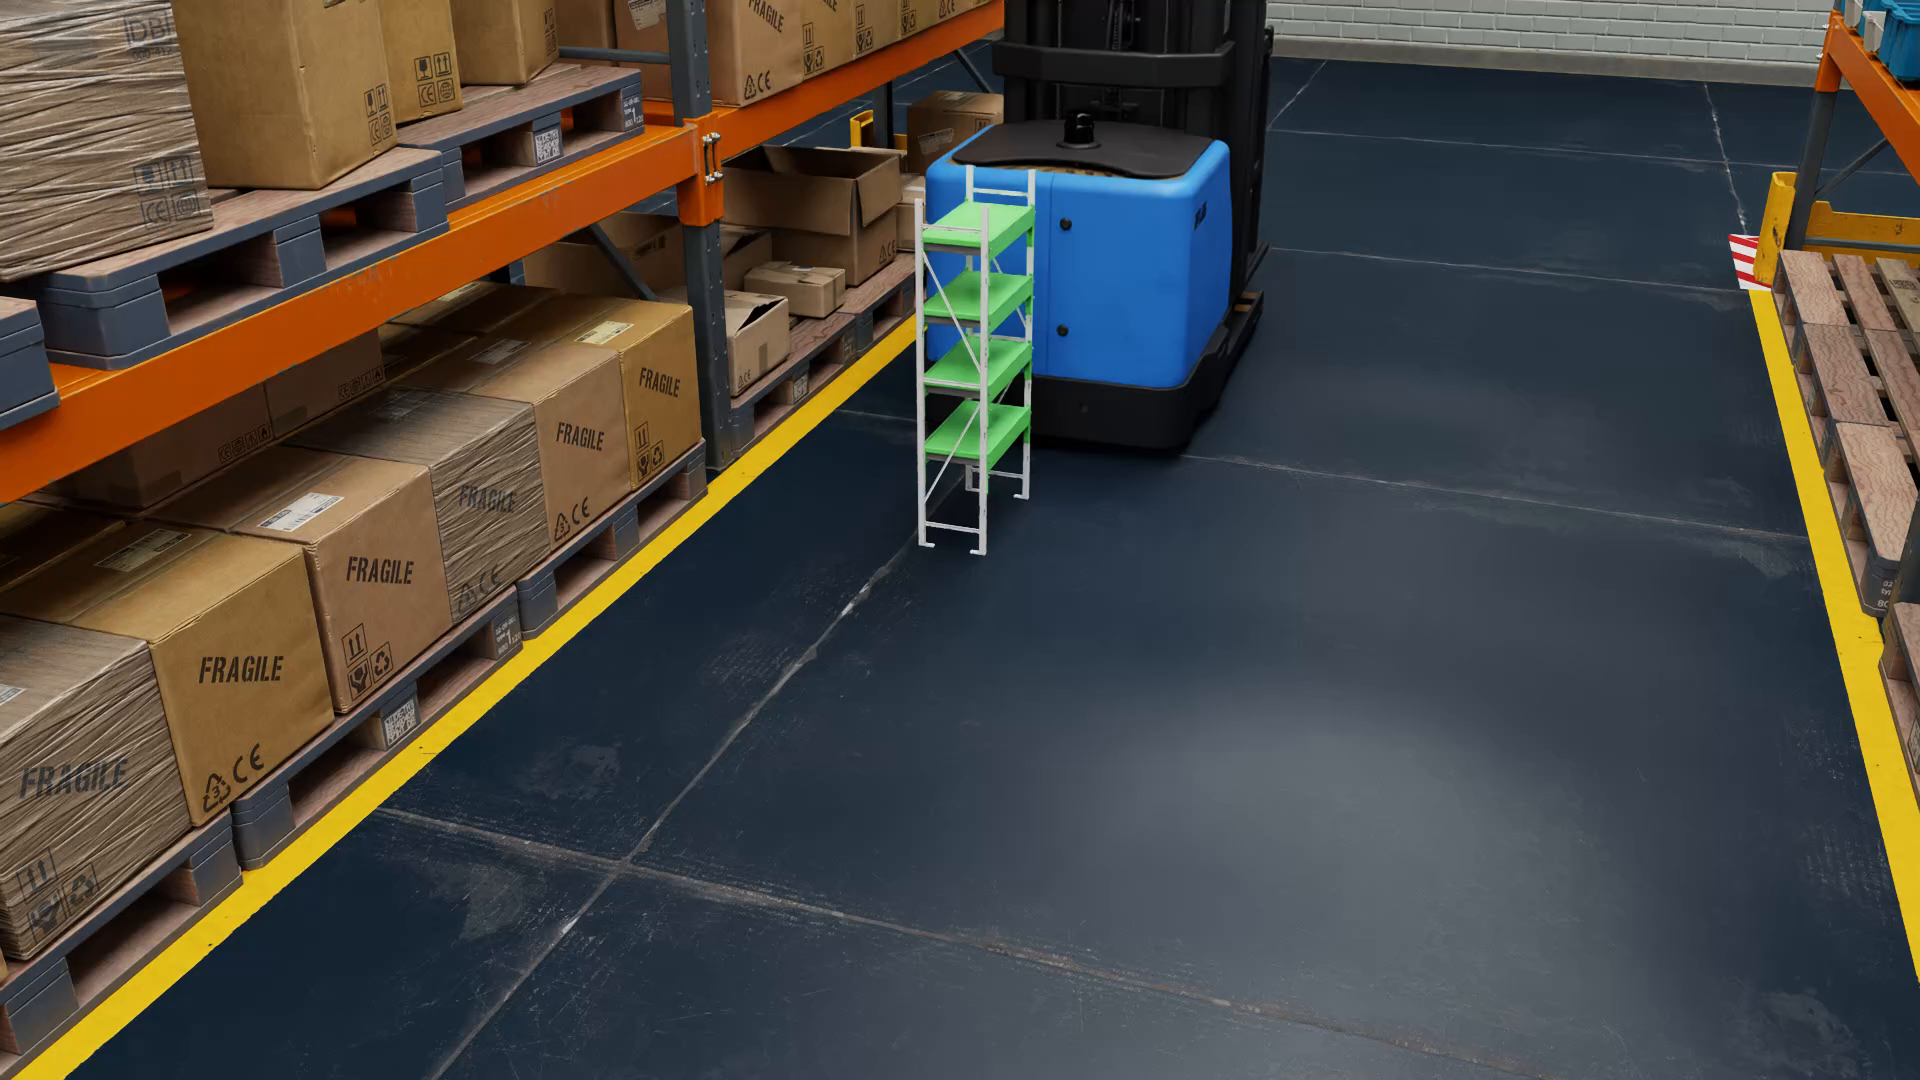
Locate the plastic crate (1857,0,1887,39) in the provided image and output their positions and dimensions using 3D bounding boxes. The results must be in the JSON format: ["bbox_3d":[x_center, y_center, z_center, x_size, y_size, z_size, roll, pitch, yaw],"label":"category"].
[{"bbox_3d":[4.037,-2.247,7.072,0.416,0.233,0.300,9,27,17],"label":"plastic crate"}]

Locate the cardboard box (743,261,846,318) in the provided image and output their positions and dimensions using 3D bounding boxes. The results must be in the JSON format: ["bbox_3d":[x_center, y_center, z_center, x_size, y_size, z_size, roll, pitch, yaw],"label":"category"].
[{"bbox_3d":[-0.730,-1.116,7.360,0.380,0.166,0.250,9,27,17],"label":"cardboard box"}]

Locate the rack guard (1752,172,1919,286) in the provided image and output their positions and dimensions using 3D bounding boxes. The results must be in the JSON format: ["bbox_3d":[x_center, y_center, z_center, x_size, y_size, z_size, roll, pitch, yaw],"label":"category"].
[{"bbox_3d":[4.645,-1.506,8.287,1.175,0.500,0.348,9,27,17],"label":"rack guard"}]

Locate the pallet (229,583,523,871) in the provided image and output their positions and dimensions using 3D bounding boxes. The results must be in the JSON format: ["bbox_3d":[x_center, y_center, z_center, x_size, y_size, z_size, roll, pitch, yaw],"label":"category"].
[{"bbox_3d":[-1.991,0.402,4.677,1.003,0.211,1.213,9,27,17],"label":"pallet"}]

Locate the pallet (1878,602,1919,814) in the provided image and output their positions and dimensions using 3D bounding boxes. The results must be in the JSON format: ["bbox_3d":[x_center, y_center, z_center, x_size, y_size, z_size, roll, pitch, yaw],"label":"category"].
[{"bbox_3d":[3.022,0.590,4.288,1.003,0.211,1.213,9,27,17],"label":"pallet"}]

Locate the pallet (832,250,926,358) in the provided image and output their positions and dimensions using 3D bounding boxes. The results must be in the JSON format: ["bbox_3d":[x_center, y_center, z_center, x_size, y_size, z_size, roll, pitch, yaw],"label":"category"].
[{"bbox_3d":[-0.718,-1.225,8.039,1.003,0.211,1.213,9,27,17],"label":"pallet"}]

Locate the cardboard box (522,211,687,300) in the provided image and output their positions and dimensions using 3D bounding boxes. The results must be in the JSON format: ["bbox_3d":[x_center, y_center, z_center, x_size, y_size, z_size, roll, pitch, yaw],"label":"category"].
[{"bbox_3d":[-1.430,-1.044,6.827,0.500,0.500,0.500,9,27,17],"label":"cardboard box"}]

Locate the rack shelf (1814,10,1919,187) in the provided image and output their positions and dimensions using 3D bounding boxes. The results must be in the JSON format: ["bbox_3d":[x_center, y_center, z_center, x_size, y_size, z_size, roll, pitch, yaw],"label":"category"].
[{"bbox_3d":[3.983,-1.474,6.177,1.077,0.370,4.000,9,27,17],"label":"rack shelf"}]

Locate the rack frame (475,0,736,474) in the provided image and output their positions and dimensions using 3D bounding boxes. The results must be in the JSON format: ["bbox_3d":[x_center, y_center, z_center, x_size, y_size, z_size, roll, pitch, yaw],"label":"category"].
[{"bbox_3d":[-1.352,-1.696,5.810,1.000,3.000,0.127,9,27,17],"label":"rack frame"}]

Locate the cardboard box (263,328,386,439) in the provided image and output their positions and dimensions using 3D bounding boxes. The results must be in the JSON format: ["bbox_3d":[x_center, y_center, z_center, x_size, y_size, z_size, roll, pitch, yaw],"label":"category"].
[{"bbox_3d":[-2.075,-0.532,4.909,0.500,0.250,0.500,9,27,18],"label":"cardboard box"}]

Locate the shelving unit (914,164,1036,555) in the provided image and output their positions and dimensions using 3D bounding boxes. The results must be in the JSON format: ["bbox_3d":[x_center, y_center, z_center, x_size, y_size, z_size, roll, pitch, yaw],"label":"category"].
[{"bbox_3d":[0.055,-0.608,5.629,0.258,1.200,0.503,9,27,17],"label":"shelving unit"}]

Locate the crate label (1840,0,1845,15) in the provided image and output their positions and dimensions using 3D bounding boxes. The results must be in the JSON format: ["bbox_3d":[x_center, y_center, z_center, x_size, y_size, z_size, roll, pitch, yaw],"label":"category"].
[{"bbox_3d":[4.256,-2.517,7.630,0.416,0.233,0.303,9,27,17],"label":"crate label"}]

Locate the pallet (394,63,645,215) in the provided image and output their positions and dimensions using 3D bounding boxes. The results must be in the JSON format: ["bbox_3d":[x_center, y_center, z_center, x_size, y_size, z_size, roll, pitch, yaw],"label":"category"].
[{"bbox_3d":[-1.721,-1.297,5.206,1.003,0.211,1.213,9,27,17],"label":"pallet"}]

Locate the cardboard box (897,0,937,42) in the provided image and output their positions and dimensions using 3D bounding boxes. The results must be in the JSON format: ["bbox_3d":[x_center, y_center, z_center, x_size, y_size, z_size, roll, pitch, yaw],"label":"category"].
[{"bbox_3d":[-0.422,-2.536,7.431,0.500,0.500,0.500,8,27,17],"label":"cardboard box"}]

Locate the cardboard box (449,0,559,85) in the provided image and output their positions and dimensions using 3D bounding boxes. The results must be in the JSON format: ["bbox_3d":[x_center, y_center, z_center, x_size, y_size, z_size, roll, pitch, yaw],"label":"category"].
[{"bbox_3d":[-1.720,-1.767,5.361,0.700,0.500,0.500,0,26,0],"label":"cardboard box"}]

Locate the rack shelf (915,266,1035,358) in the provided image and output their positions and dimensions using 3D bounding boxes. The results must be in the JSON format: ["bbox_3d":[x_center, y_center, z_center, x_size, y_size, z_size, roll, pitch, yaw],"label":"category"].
[{"bbox_3d":[0.055,-0.767,5.552,0.258,0.148,0.480,9,27,17],"label":"rack shelf"}]

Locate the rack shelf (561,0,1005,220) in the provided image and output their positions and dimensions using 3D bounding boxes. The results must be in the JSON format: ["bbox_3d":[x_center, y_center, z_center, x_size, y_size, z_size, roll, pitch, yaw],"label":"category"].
[{"bbox_3d":[-0.686,-2.194,7.664,1.077,0.370,4.000,9,27,17],"label":"rack shelf"}]

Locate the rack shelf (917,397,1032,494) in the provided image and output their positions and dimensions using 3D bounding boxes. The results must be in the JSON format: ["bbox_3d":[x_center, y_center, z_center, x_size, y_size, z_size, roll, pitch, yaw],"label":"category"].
[{"bbox_3d":[0.055,-0.335,5.761,0.258,0.148,0.480,9,27,17],"label":"rack shelf"}]

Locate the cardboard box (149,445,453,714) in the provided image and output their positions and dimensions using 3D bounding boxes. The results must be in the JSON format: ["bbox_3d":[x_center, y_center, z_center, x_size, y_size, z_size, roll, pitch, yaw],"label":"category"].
[{"bbox_3d":[-1.753,0.093,4.479,0.500,0.500,0.500,8,27,16],"label":"cardboard box"}]

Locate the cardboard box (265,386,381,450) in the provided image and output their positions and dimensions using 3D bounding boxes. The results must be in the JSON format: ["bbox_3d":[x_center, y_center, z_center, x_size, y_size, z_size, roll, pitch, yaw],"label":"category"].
[{"bbox_3d":[-2.083,-0.180,5.043,0.500,0.500,0.500,9,27,18],"label":"cardboard box"}]

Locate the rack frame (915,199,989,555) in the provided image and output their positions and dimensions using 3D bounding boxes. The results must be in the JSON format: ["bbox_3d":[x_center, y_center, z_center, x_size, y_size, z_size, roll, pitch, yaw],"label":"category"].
[{"bbox_3d":[-0.026,-0.508,5.422,0.240,1.200,0.015,9,27,17],"label":"rack frame"}]

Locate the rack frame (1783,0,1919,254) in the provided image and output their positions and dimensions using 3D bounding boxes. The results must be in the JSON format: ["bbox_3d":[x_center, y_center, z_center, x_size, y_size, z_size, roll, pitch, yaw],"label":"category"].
[{"bbox_3d":[4.649,-2.619,7.718,1.000,3.000,0.127,9,27,17],"label":"rack frame"}]

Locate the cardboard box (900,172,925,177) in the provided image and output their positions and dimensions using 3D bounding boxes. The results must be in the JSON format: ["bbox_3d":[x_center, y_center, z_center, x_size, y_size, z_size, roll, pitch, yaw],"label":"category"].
[{"bbox_3d":[-0.189,-1.850,8.874,0.380,0.166,0.250,9,27,17],"label":"cardboard box"}]

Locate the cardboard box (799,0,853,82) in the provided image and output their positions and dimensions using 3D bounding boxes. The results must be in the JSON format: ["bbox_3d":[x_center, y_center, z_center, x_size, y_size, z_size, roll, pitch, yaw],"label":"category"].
[{"bbox_3d":[-0.758,-2.121,6.574,0.500,0.500,0.500,9,27,18],"label":"cardboard box"}]

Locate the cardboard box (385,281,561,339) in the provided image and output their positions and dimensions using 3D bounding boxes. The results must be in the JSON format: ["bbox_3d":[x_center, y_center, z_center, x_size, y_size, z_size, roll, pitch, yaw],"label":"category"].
[{"bbox_3d":[-1.743,-0.605,5.921,0.500,0.500,0.500,8,27,15],"label":"cardboard box"}]

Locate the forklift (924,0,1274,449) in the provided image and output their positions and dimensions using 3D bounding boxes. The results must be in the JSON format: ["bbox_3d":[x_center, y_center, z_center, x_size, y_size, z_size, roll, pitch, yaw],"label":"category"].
[{"bbox_3d":[0.796,-2.285,7.107,1.130,2.935,3.031,8,27,16],"label":"forklift"}]

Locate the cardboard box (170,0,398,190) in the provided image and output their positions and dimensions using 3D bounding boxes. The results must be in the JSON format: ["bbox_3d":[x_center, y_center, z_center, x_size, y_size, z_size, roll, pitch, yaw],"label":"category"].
[{"bbox_3d":[-1.882,-1.195,4.178,0.700,0.500,0.500,2,26,4],"label":"cardboard box"}]

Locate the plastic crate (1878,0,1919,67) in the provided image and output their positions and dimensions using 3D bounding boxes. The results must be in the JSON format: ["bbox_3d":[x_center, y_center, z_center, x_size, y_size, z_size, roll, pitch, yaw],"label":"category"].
[{"bbox_3d":[3.818,-1.976,6.513,0.416,0.233,0.300,9,27,17],"label":"plastic crate"}]

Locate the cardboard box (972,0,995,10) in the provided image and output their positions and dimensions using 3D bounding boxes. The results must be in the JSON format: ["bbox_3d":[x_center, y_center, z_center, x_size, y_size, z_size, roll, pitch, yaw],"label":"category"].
[{"bbox_3d":[-0.083,-2.947,8.280,0.500,0.500,0.500,9,27,18],"label":"cardboard box"}]

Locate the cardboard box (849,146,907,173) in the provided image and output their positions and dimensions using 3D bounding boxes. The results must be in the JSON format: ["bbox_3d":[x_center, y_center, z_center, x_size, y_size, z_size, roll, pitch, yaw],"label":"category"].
[{"bbox_3d":[-0.484,-2.132,9.478,0.380,0.149,0.250,9,27,17],"label":"cardboard box"}]

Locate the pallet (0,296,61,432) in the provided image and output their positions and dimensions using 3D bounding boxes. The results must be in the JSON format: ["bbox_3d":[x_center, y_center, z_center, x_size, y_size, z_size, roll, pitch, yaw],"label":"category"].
[{"bbox_3d":[-2.524,-0.254,3.053,1.213,0.211,1.003,9,27,17],"label":"pallet"}]

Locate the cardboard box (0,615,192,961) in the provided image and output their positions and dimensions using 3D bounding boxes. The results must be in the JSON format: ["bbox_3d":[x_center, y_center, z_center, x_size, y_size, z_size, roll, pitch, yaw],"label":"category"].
[{"bbox_3d":[-2.093,0.514,3.610,0.500,0.500,0.500,8,27,16],"label":"cardboard box"}]

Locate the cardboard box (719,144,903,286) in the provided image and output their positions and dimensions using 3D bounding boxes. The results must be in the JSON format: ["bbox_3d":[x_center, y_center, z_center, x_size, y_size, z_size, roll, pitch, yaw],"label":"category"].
[{"bbox_3d":[-0.732,-1.543,7.854,0.797,0.503,0.637,9,27,17],"label":"cardboard box"}]

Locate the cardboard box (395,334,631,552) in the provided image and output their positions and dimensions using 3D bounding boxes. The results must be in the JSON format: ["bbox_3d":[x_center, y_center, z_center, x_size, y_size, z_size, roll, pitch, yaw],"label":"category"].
[{"bbox_3d":[-1.418,-0.322,5.337,0.500,0.500,0.500,9,27,18],"label":"cardboard box"}]

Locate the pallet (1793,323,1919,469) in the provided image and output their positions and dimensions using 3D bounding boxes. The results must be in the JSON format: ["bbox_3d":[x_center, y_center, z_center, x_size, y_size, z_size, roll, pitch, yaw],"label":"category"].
[{"bbox_3d":[3.930,-0.531,6.605,1.003,0.211,1.213,9,27,17],"label":"pallet"}]

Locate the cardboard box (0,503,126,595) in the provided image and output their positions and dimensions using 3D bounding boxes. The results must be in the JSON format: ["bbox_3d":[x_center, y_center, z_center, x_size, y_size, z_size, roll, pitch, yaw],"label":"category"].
[{"bbox_3d":[-2.421,0.244,4.167,0.500,0.500,0.500,8,27,16],"label":"cardboard box"}]
